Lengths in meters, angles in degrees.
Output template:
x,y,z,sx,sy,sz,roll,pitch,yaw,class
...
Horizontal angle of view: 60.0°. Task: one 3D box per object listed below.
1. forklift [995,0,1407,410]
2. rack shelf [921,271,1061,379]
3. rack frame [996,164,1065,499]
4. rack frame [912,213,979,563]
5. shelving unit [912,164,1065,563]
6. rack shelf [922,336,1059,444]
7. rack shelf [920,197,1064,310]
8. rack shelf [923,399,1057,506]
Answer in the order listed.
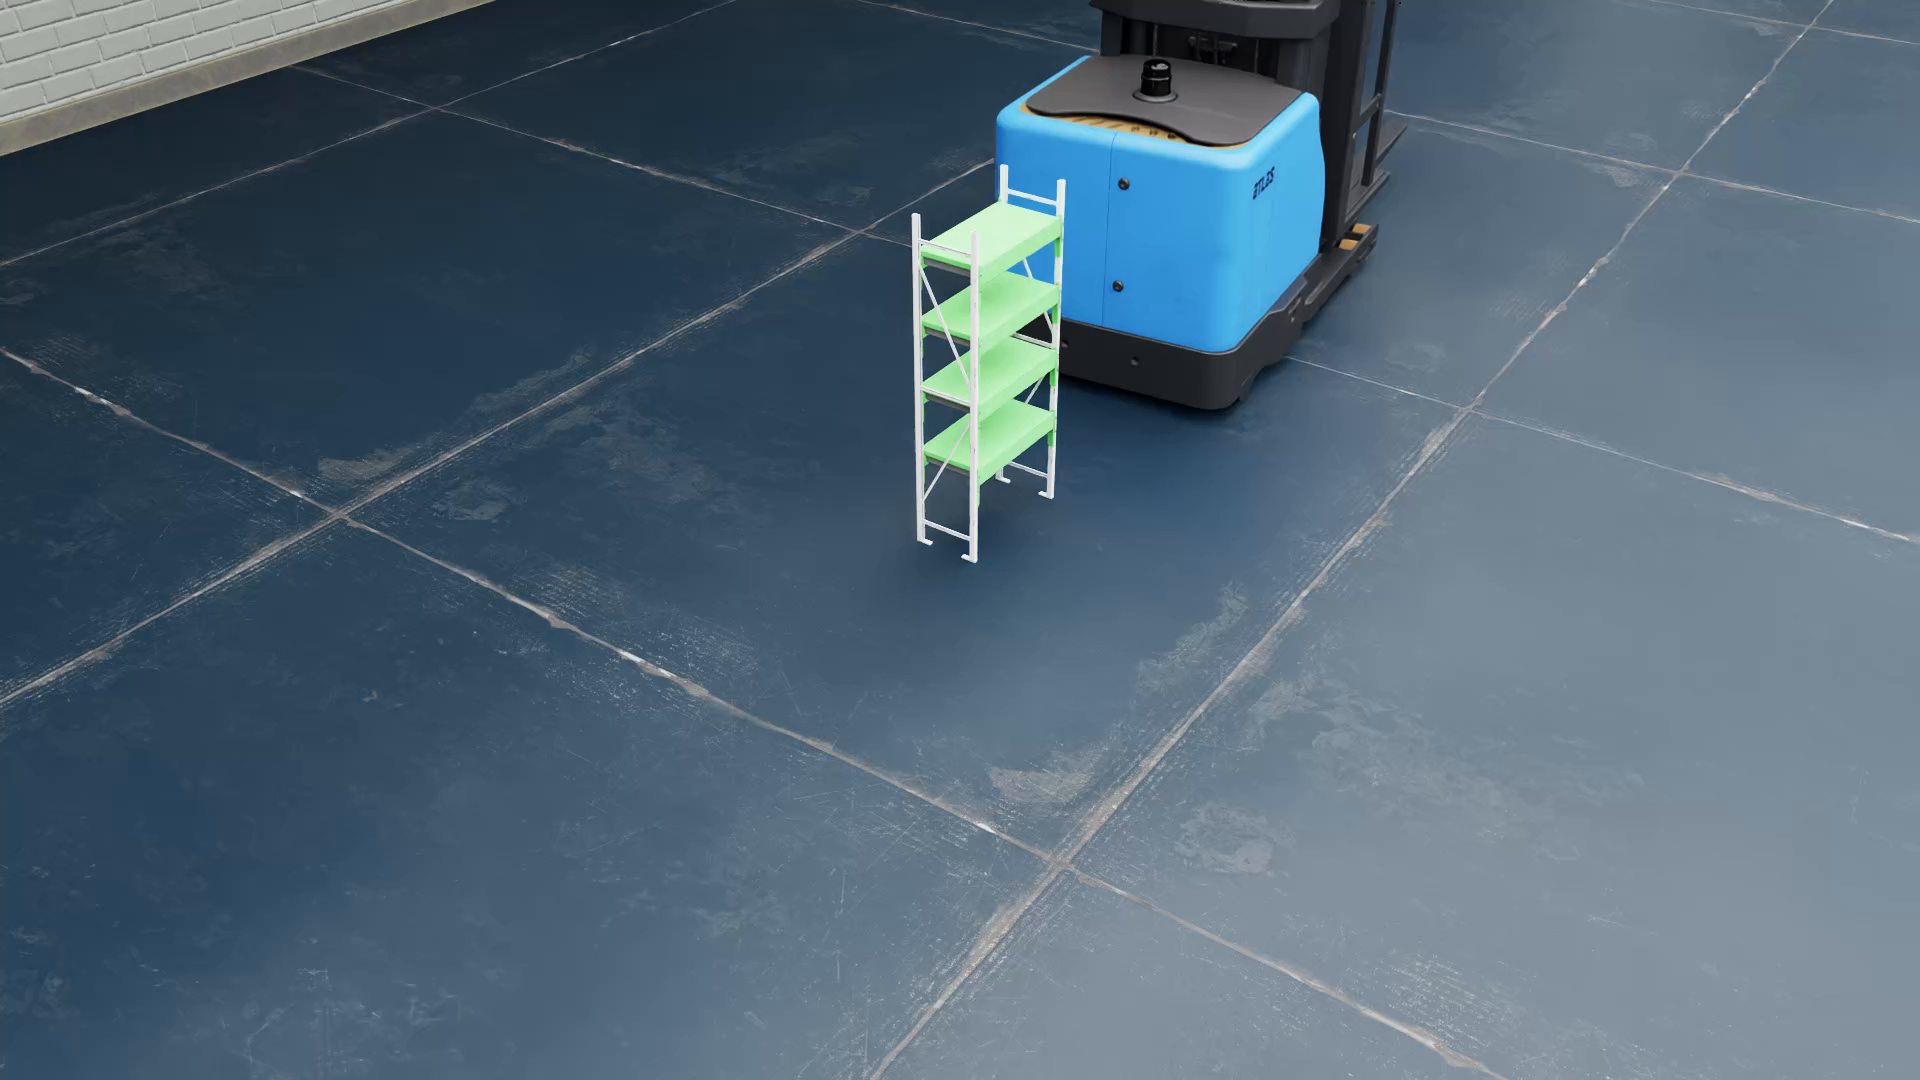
x,y,z,sx,sy,sz,roll,pitch,yaw,class
1.268,-2.516,6.854,1.130,2.935,3.031,17,38,23,forklift
0.094,-0.719,5.428,0.258,0.148,0.480,21,39,28,rack shelf
0.234,-0.685,5.693,0.240,1.200,0.015,21,39,28,rack frame
-0.045,-0.461,5.360,0.240,1.200,0.015,21,39,28,rack frame
0.094,-0.573,5.527,0.258,1.200,0.503,21,39,28,shelving unit
0.094,-0.520,5.562,0.258,0.148,0.480,21,39,28,rack shelf
0.094,-0.918,5.293,0.258,0.148,0.480,21,39,28,rack shelf
0.094,-0.321,5.697,0.258,0.148,0.480,21,39,28,rack shelf
